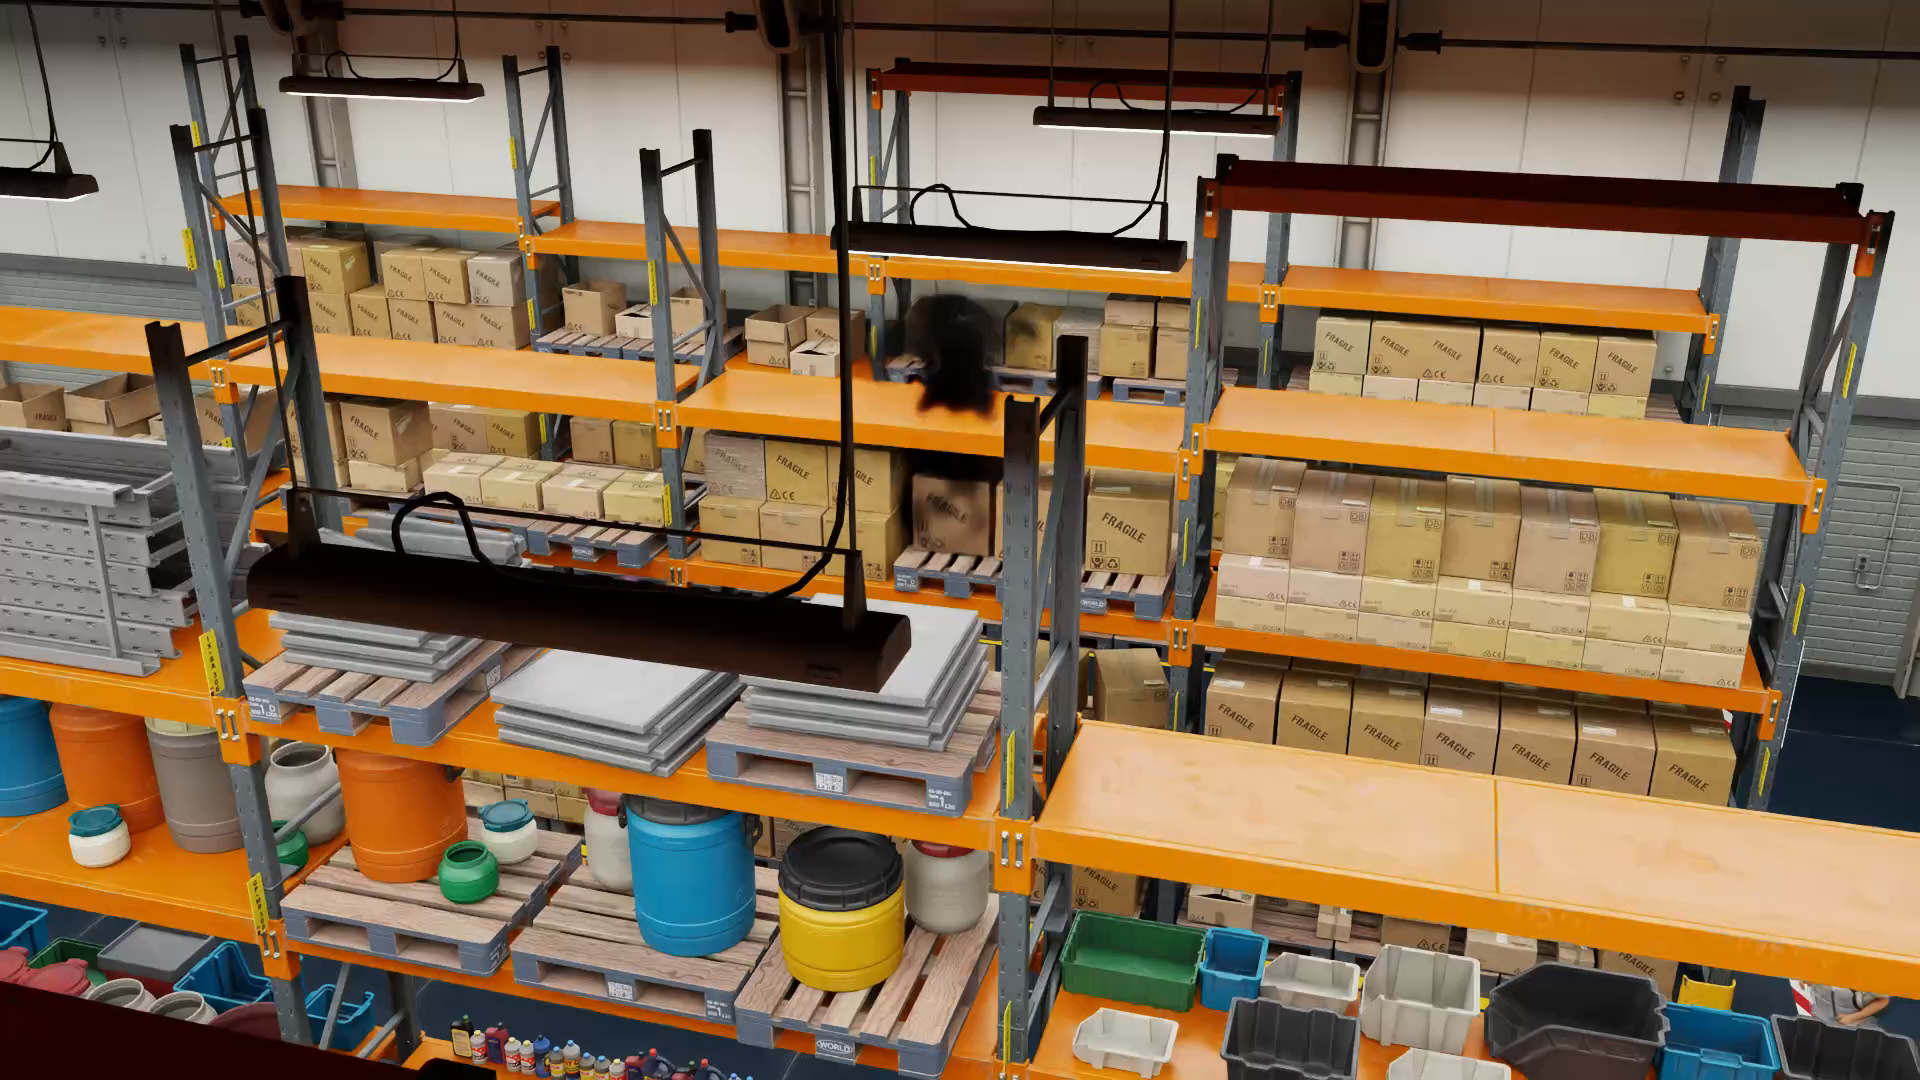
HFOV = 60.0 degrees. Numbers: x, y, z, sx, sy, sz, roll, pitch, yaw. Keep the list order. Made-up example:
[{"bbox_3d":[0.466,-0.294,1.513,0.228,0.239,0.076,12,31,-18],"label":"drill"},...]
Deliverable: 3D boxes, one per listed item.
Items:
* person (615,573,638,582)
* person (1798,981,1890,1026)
[{"bbox_3d":[-3.259,0.831,16.807,0.518,1.546,0.540,1,23,3],"label":"person"},{"bbox_3d":[5.881,3.157,11.202,0.688,1.534,0.648,-19,29,-39],"label":"person"}]
